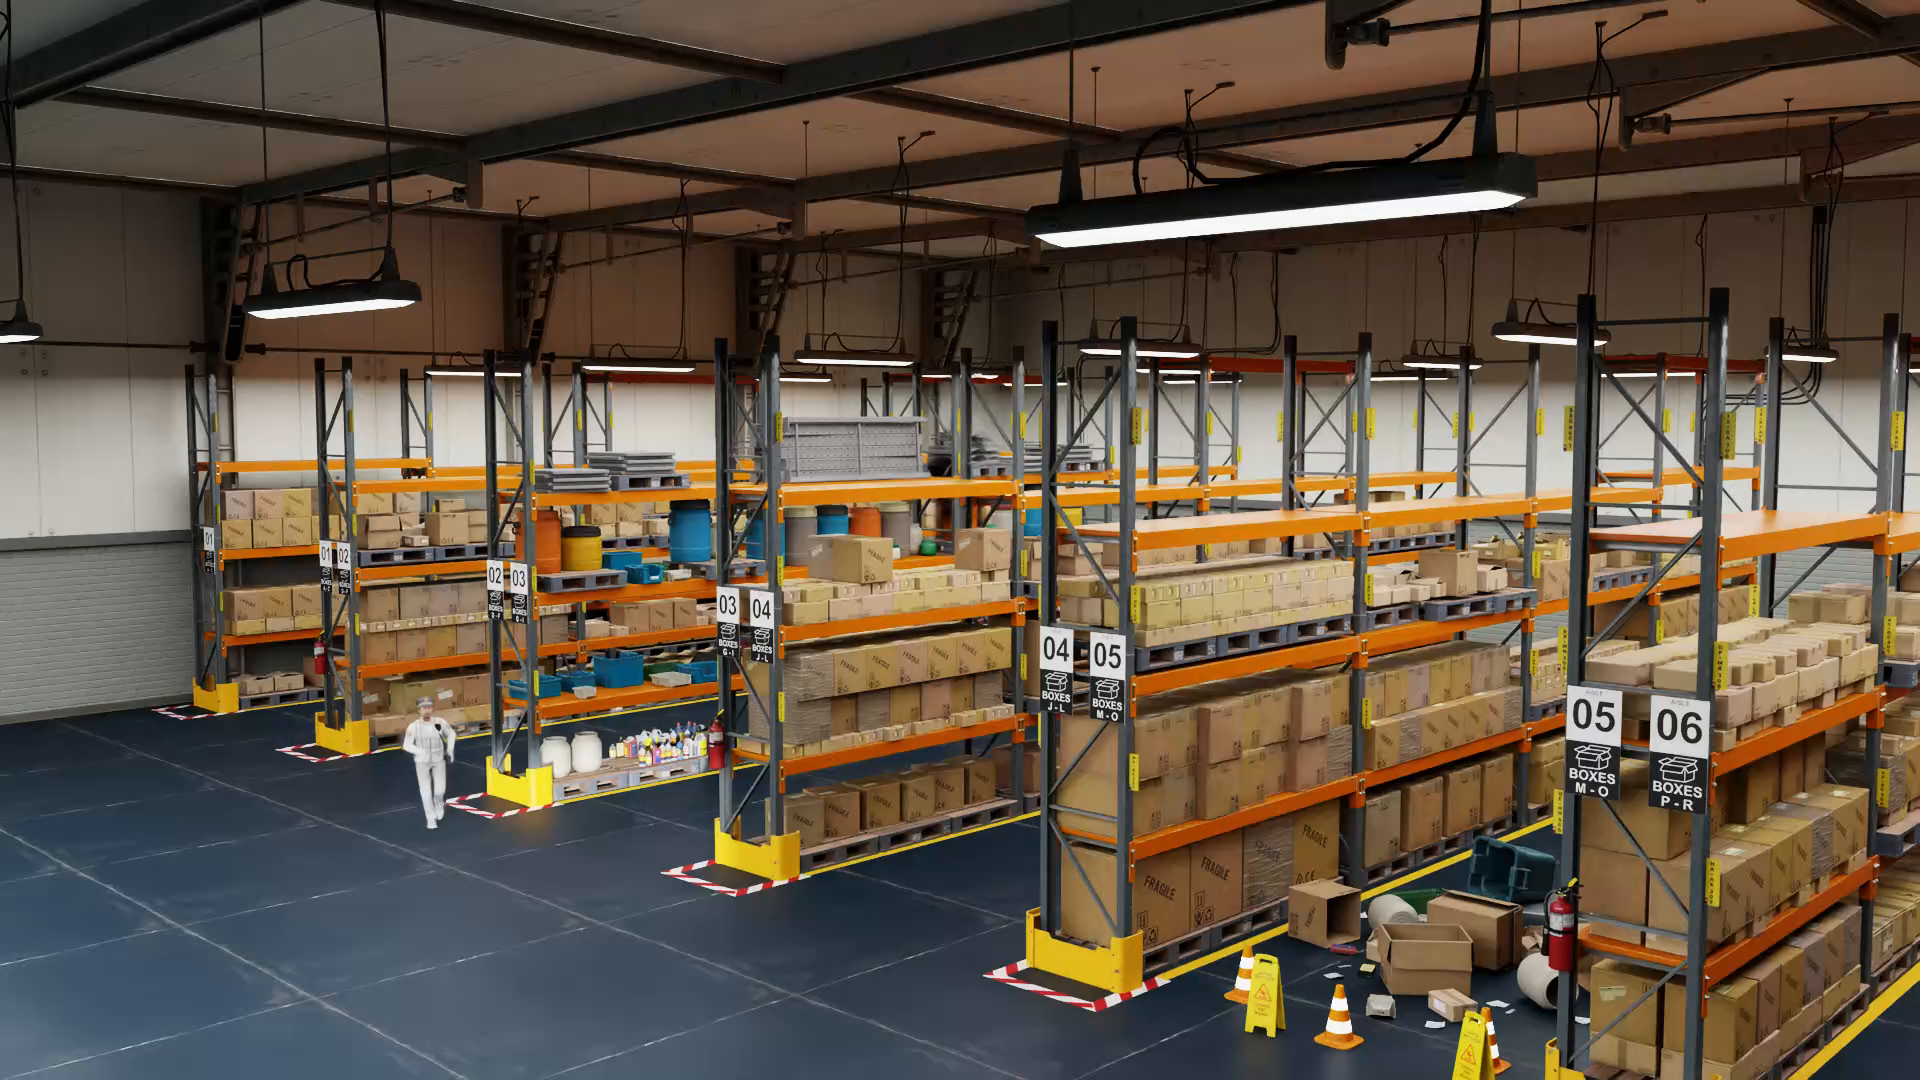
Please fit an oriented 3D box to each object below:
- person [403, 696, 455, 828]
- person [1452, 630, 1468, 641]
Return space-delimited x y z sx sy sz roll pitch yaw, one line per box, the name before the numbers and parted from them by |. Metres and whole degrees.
person | -6.567 2.758 20.621 0.627 1.658 0.555 -2 5 -20
person | 9.391 1.896 31.482 0.710 1.769 0.705 -2 5 -22
